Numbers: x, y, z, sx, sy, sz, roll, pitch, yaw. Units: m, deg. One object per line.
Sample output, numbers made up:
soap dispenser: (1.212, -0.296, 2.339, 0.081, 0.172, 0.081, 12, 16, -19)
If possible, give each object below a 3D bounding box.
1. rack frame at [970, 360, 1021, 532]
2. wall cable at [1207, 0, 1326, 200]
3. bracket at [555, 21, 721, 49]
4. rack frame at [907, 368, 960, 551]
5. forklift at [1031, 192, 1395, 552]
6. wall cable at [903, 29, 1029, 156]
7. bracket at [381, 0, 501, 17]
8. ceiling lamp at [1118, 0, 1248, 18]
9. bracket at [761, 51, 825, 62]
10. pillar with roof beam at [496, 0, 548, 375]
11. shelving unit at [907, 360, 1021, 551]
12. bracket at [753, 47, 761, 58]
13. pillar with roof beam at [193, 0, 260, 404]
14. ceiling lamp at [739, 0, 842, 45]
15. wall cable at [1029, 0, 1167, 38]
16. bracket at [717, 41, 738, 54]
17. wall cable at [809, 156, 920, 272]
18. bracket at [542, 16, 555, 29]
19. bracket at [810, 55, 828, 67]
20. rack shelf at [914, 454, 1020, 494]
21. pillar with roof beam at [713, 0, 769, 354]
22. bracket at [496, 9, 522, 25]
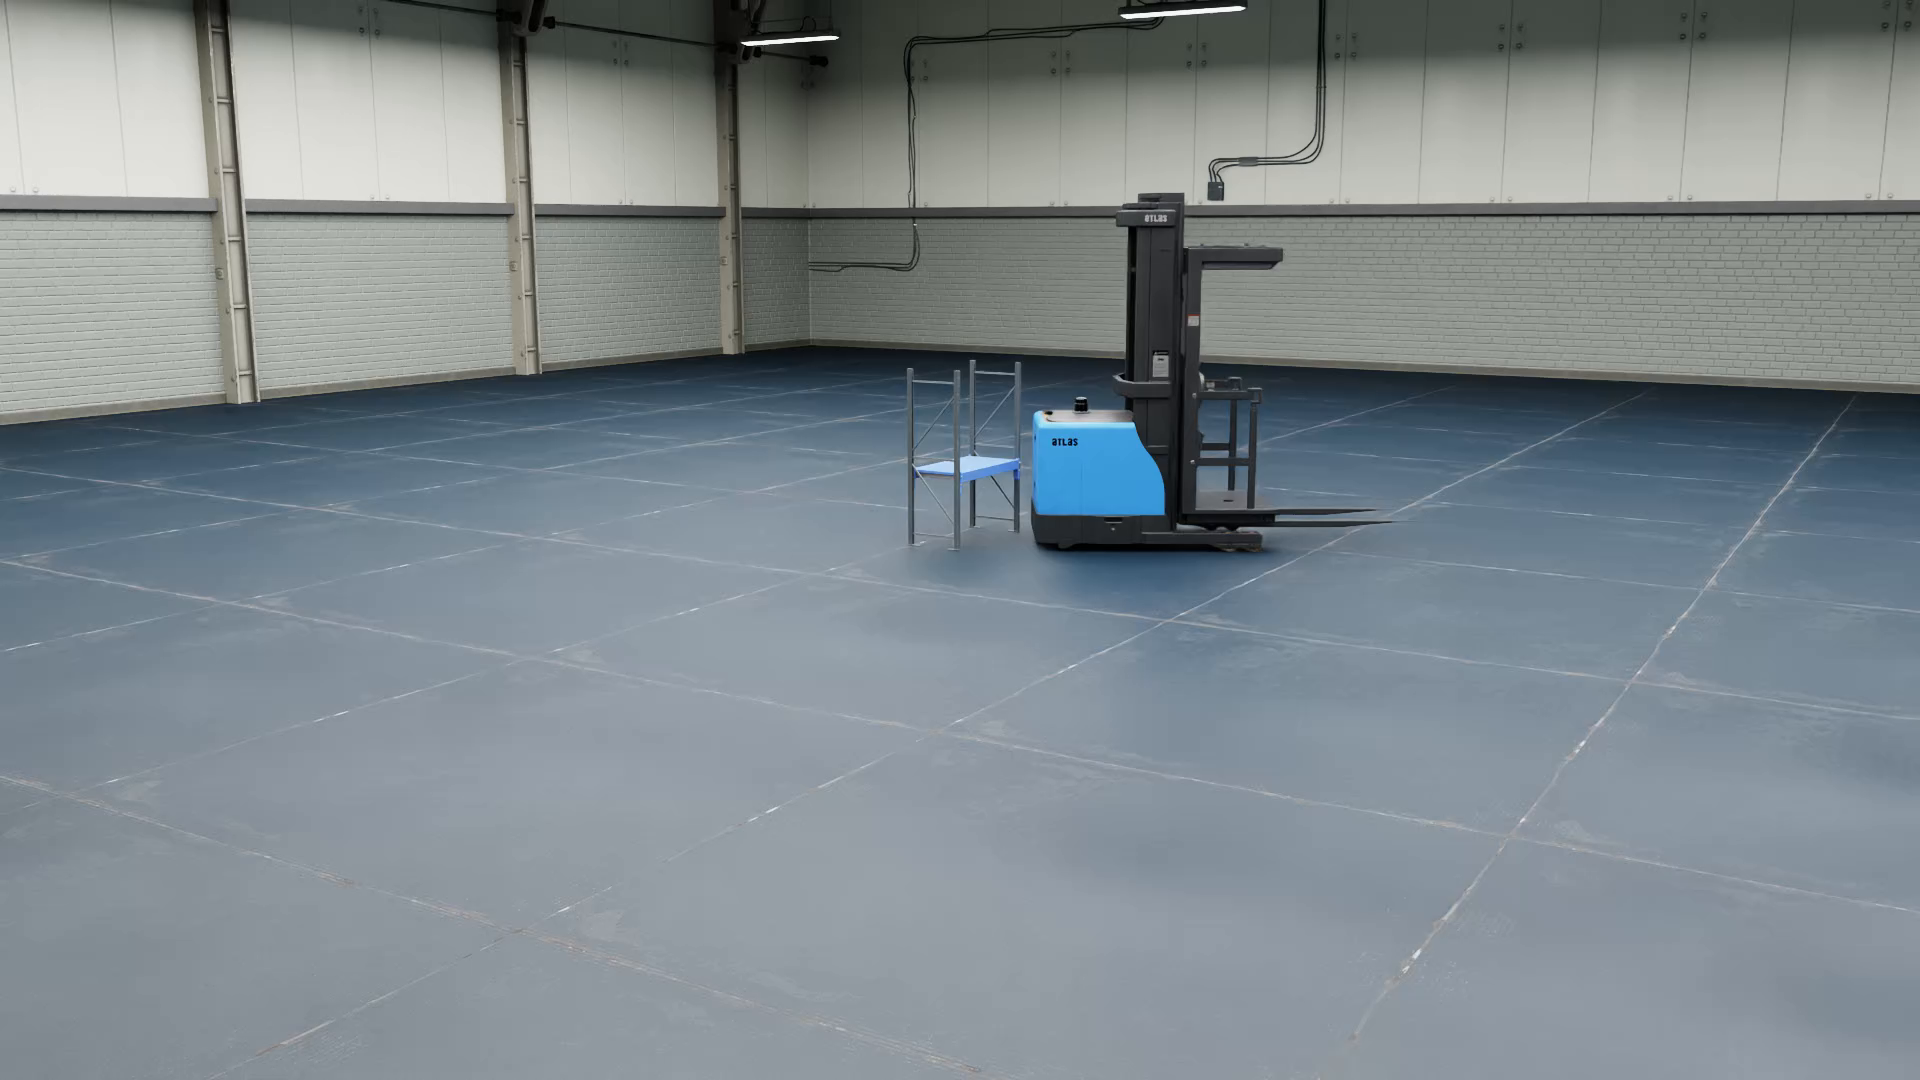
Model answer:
rack frame: (0.308, -0.831, 14.729, 0.500, 1.500, 0.032, 6, 12, 31)
wall cable: (5.879, -9.547, 31.670, 2.305, 6.003, 0.169, 6, 12, 31)
bracket: (-6.136, -9.713, 32.016, 0.076, 0.066, 4.783, 6, 12, 31)
rack frame: (-0.220, -0.671, 13.875, 0.500, 1.500, 0.032, 6, 12, 31)
forklift: (2.147, -1.438, 14.085, 3.031, 2.935, 1.130, 0, 11, 0)
wall cable: (0.086, -9.483, 35.281, 3.097, 2.526, 0.112, 6, 12, 31)
bracket: (-9.251, -8.770, 26.975, 0.076, 0.066, 4.783, 6, 12, 31)
ceiling lamp: (3.483, -9.550, 25.063, 2.000, 3.185, 0.800, 6, 12, 31)
bracket: (-3.443, -10.529, 36.372, 0.076, 0.066, 3.189, 6, 12, 31)
pillar with roof beam: (-4.322, -7.093, 27.804, 9.100, 9.000, 0.548, 6, 12, 31)
shelving unit: (0.044, -0.751, 14.302, 0.538, 1.500, 1.048, 6, 12, 31)
bracket: (-4.367, -10.249, 34.877, 0.235, 0.232, 0.430, 6, 12, 31)
pillar with roof beam: (-7.437, -6.150, 22.763, 9.100, 9.000, 0.400, 6, 12, 31)
ceiling lamp: (-2.833, -10.256, 28.834, 2.000, 3.185, 0.800, 6, 12, 31)
wall cable: (2.731, -11.423, 33.284, 3.097, 2.526, 0.112, 6, 12, 31)
bracket: (-4.798, -10.118, 34.180, 0.235, 0.232, 0.430, 6, 12, 31)
wall cable: (-2.226, -7.259, 37.127, 3.097, 2.526, 0.112, 6, 12, 31)
bracket: (-7.482, -9.305, 29.837, 0.235, 0.232, 0.430, 6, 12, 31)
bracket: (-3.137, -10.622, 36.868, 0.235, 0.232, 0.430, 6, 12, 31)
rack shelf: (0.044, -0.574, 14.335, 0.538, 0.185, 1.000, 6, 12, 31)
pillar with roof beam: (-1.207, -8.037, 32.844, 9.100, 9.000, 0.548, 6, 12, 31)
bracket: (-7.913, -9.175, 29.140, 0.235, 0.232, 0.430, 6, 12, 31)
